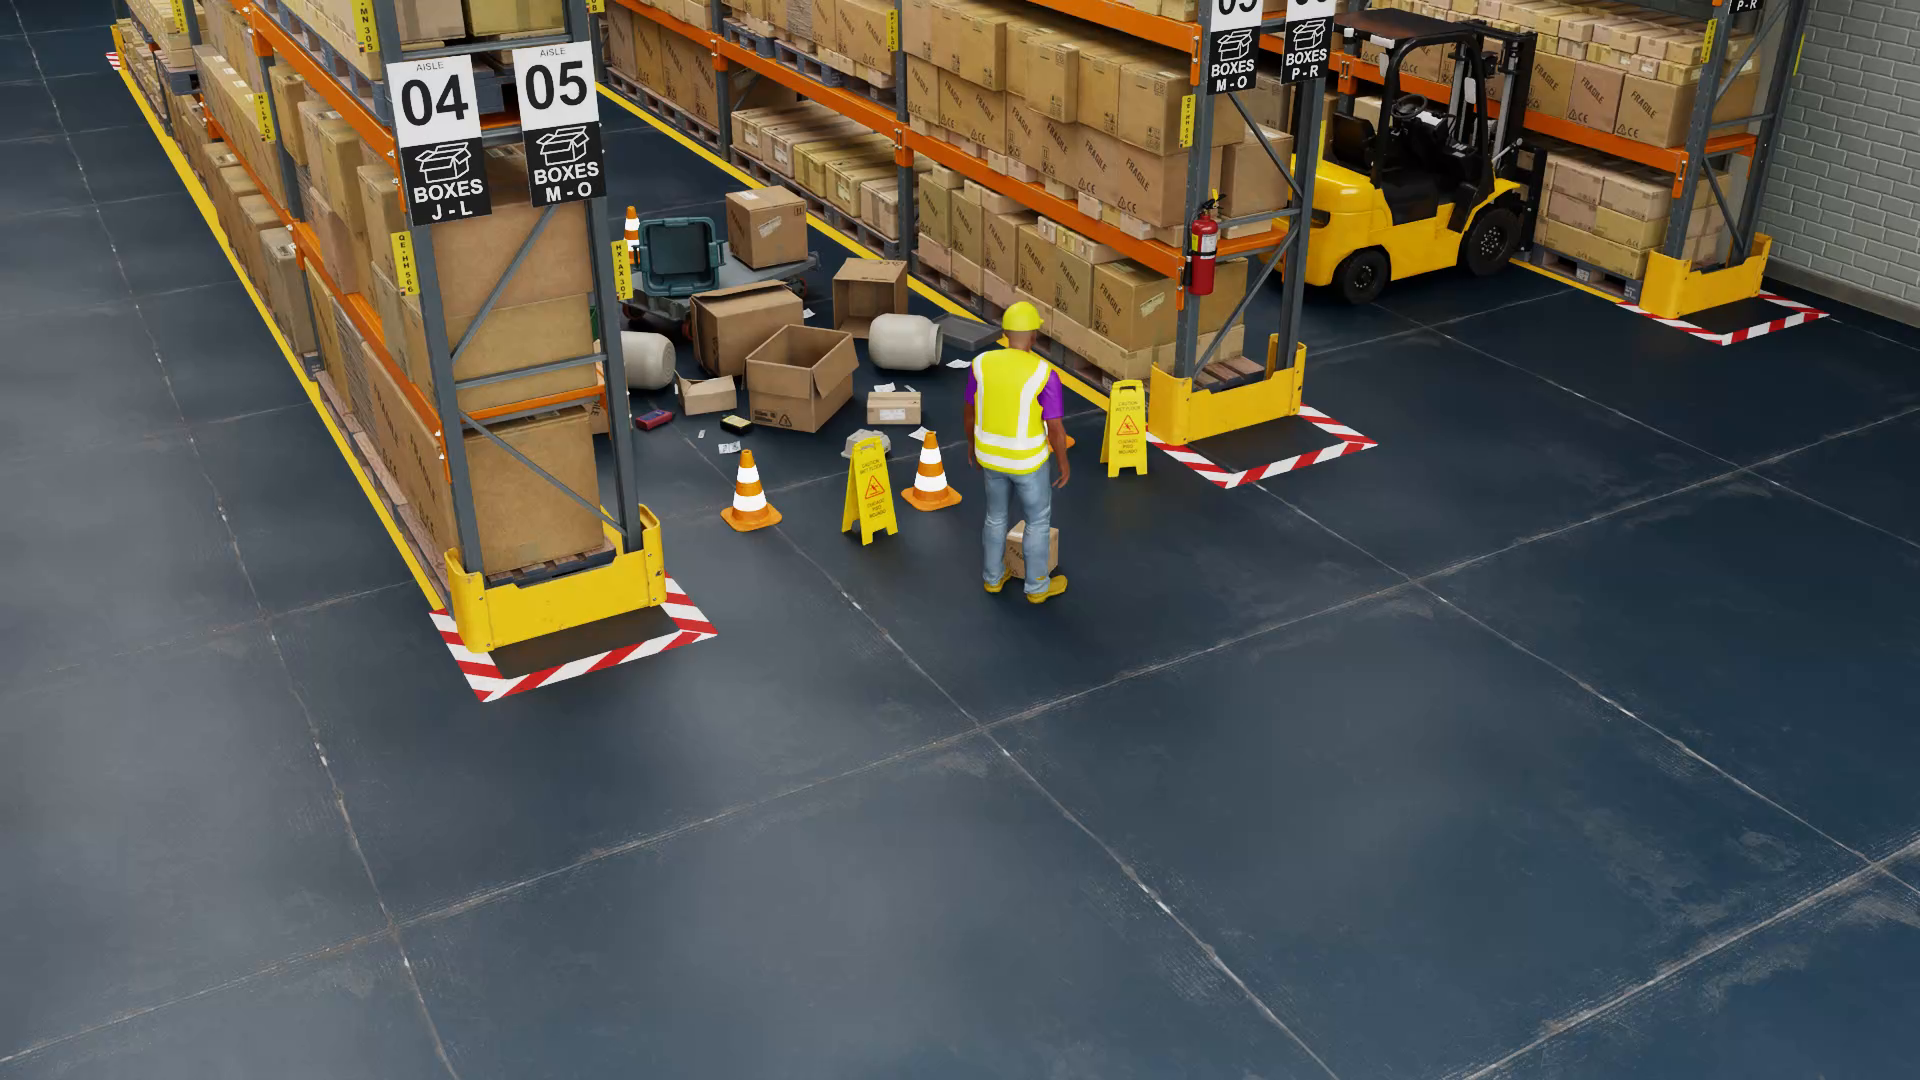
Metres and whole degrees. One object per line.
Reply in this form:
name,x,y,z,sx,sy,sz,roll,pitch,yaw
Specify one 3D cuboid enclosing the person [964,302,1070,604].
person,0.327,-0.493,9.440,0.635,1.760,0.462,15,32,25
